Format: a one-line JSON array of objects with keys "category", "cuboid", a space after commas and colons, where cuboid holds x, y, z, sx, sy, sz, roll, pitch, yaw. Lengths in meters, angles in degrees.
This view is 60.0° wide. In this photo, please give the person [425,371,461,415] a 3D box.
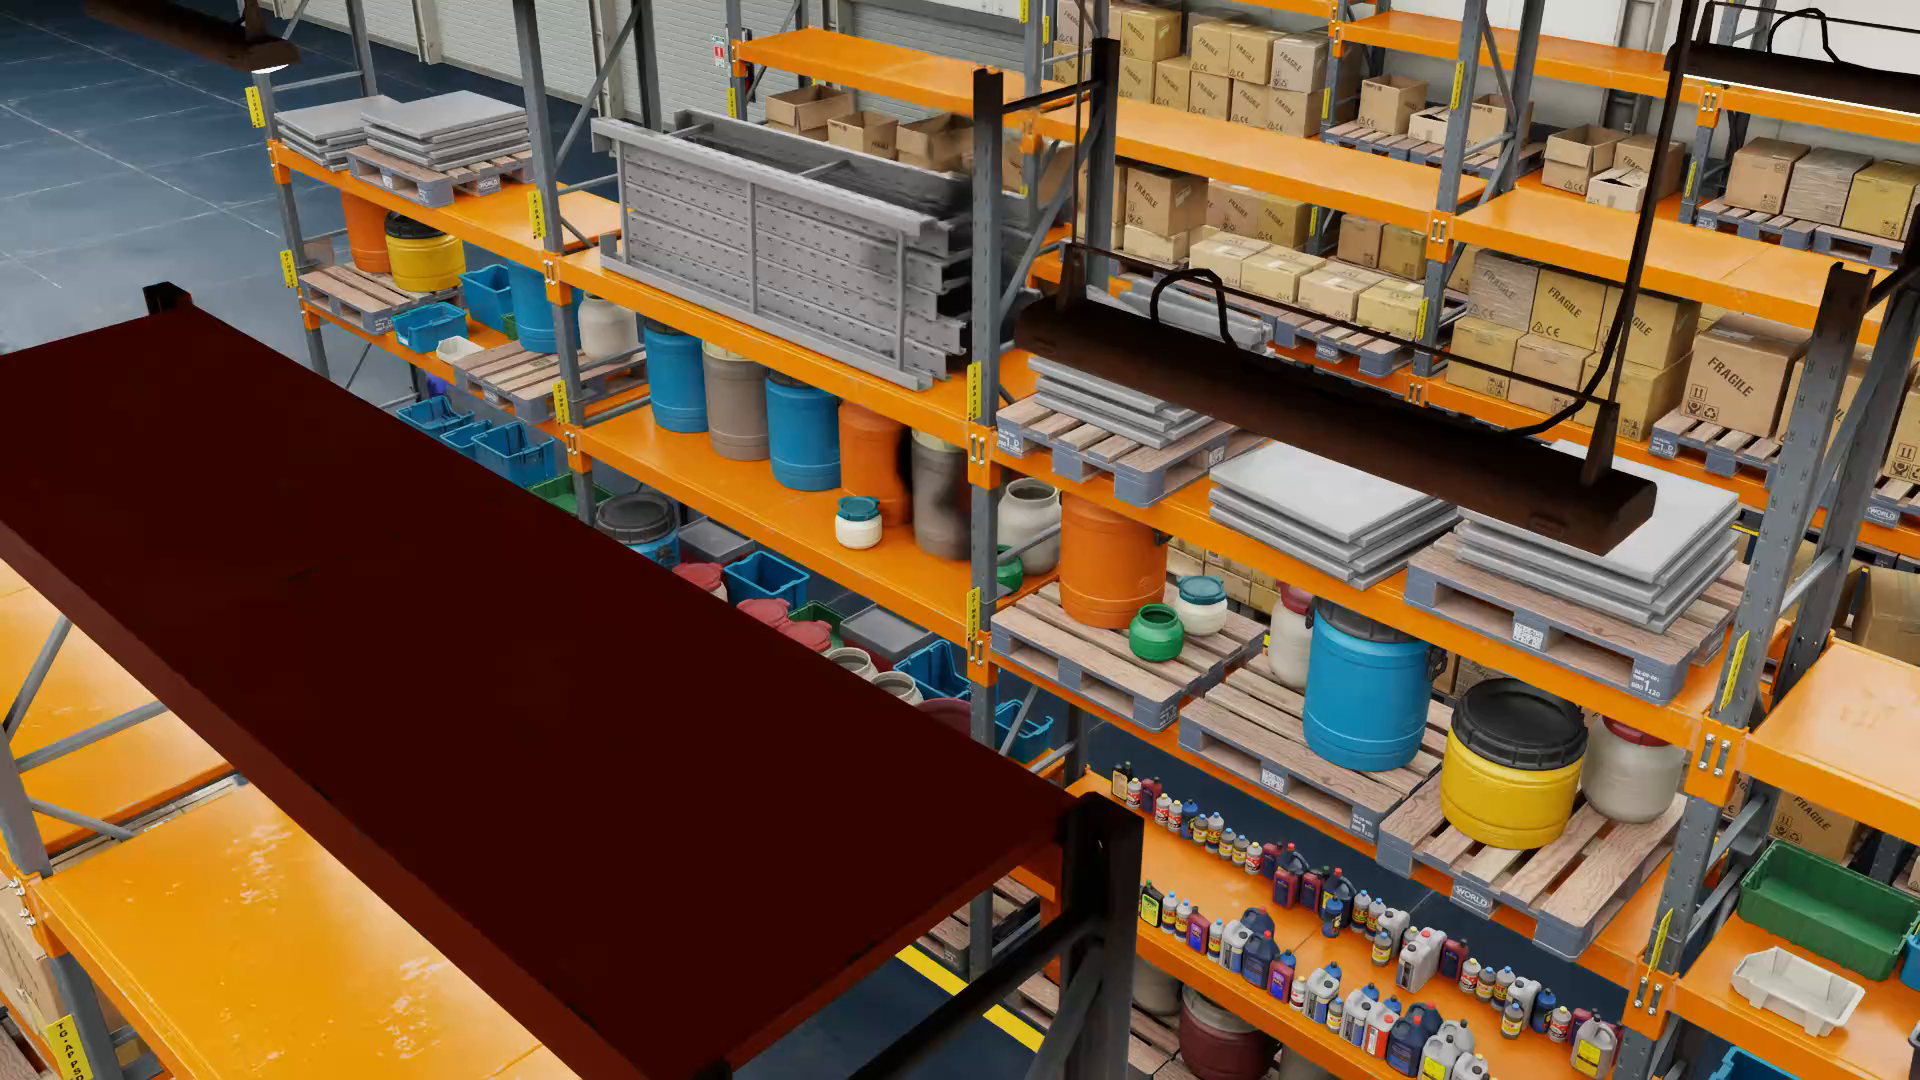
[{"category": "person", "cuboid": [-5.201, -1.147, 16.778, 0.865, 1.467, 0.562, 4, 30, 7]}]
